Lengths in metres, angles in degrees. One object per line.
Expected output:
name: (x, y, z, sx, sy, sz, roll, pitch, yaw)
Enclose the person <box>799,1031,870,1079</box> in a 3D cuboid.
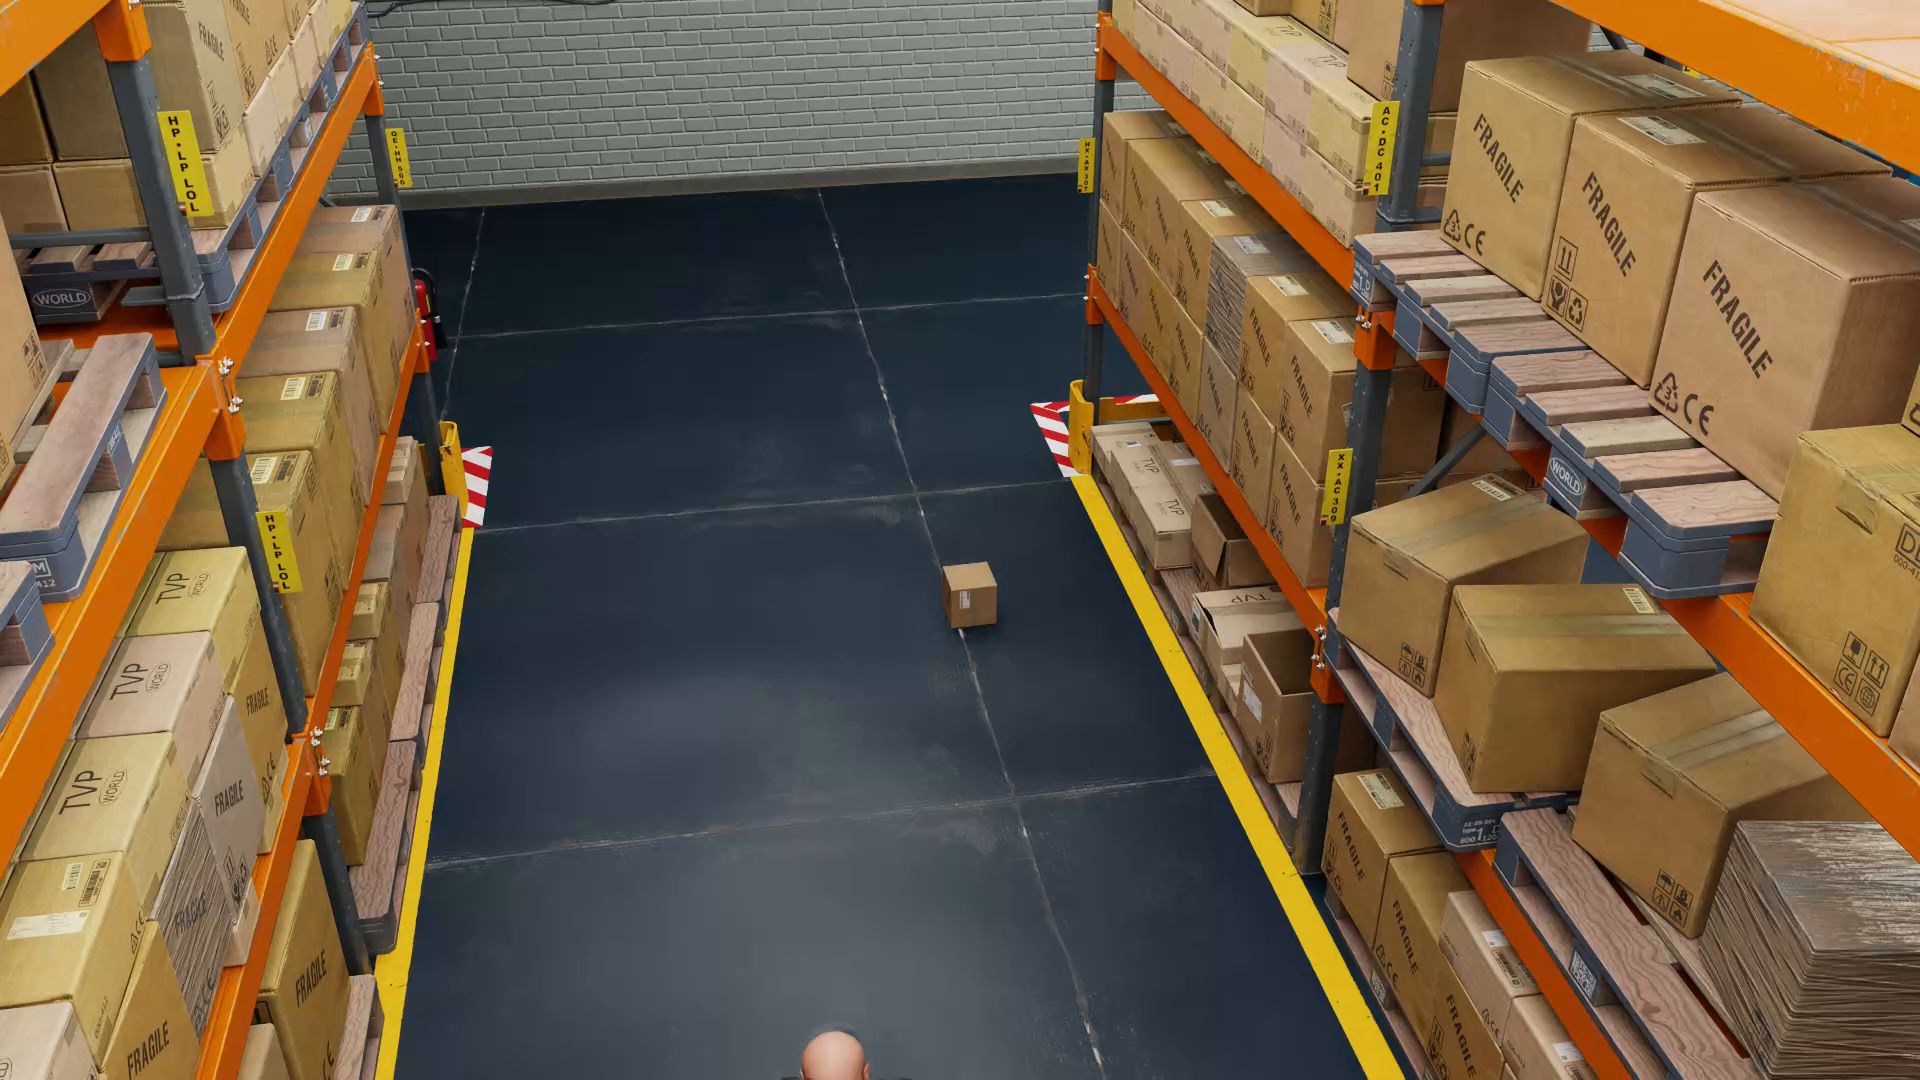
person: (-0.310, 2.042, 4.651, 0.544, 1.710, 0.498, 4, 31, 6)
